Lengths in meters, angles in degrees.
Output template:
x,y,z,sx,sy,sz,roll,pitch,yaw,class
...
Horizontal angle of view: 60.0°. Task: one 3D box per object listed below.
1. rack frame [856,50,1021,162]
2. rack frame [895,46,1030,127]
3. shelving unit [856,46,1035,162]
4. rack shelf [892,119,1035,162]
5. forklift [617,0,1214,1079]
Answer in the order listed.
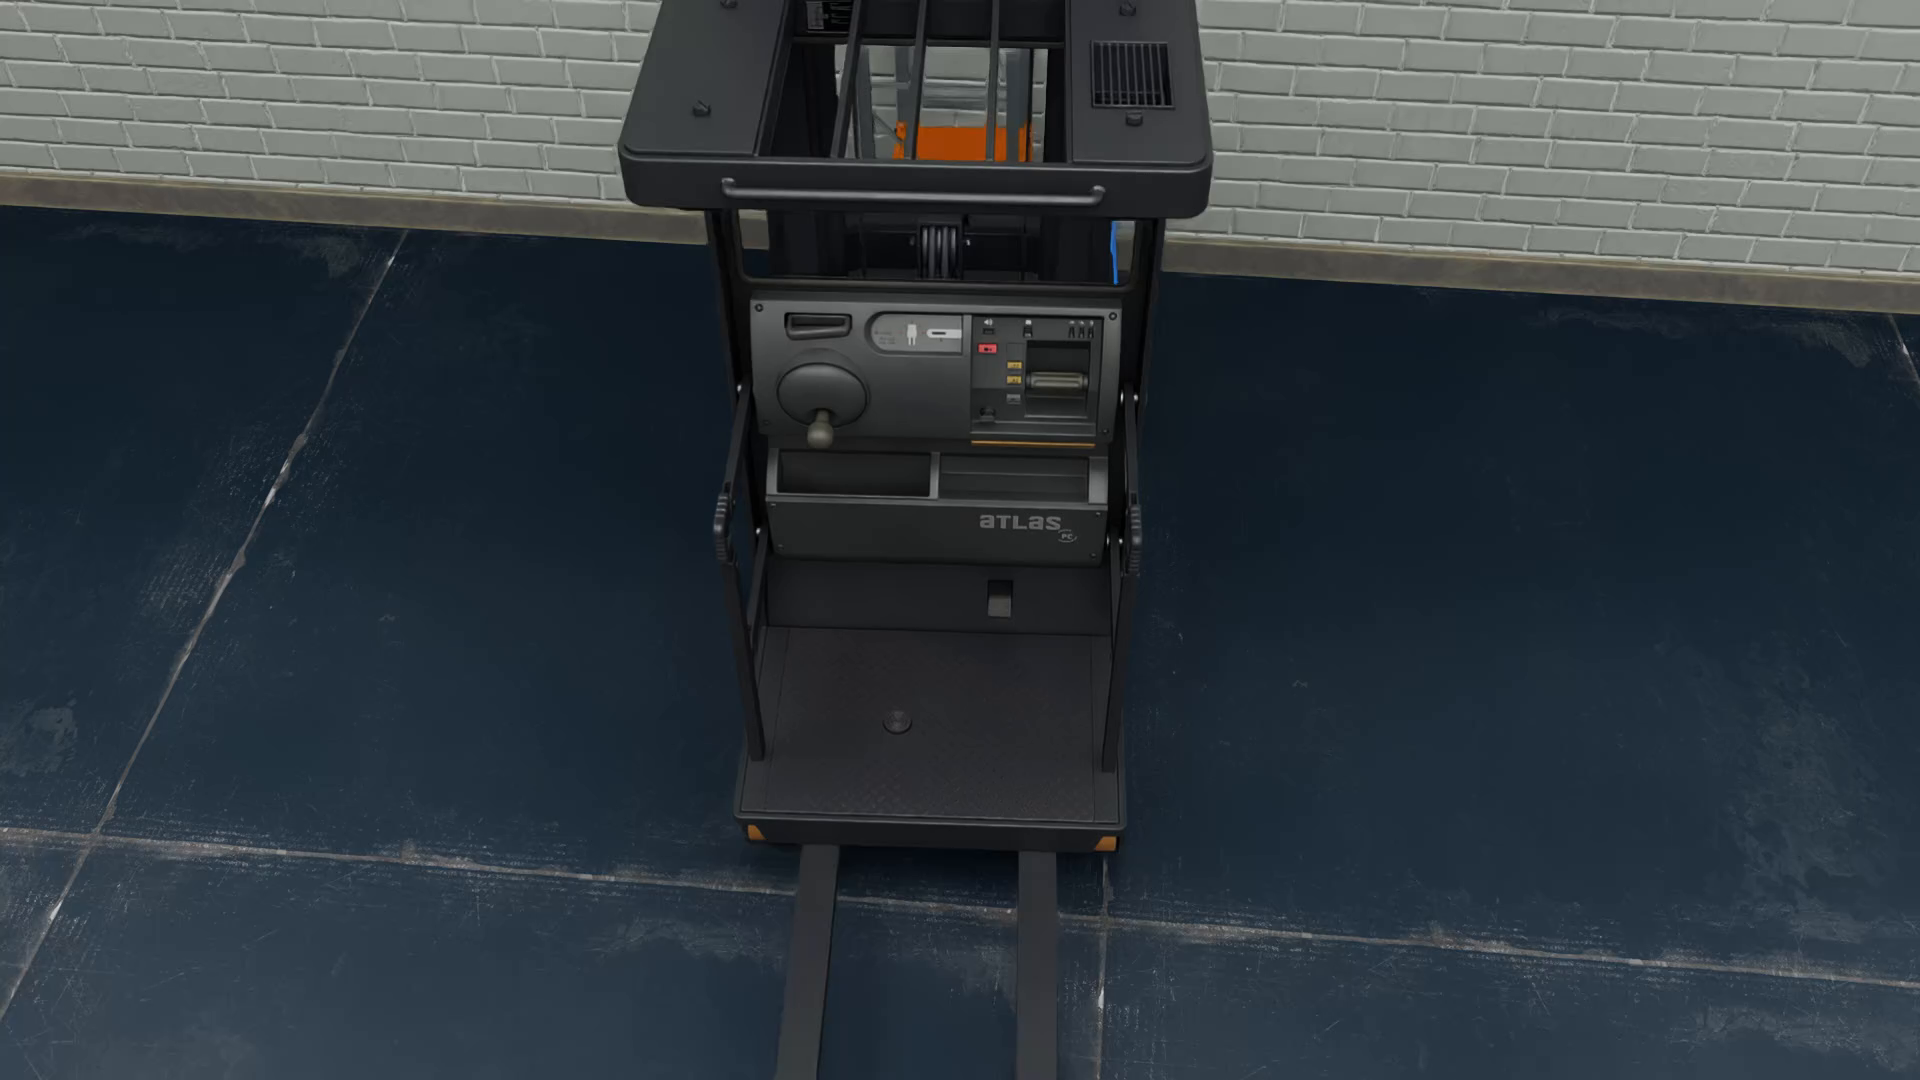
x,y,z,sx,sy,sz,roll,pitch,yaw,class
-0.053,-0.935,5.535,0.500,1.500,0.032,2,46,3,rack frame
0.015,-1.659,6.245,0.500,1.500,0.032,2,46,3,rack frame
-0.018,-1.304,5.896,0.587,1.500,1.083,2,46,3,shelving unit
-0.016,-1.171,6.018,0.538,0.185,1.000,2,46,3,rack shelf
-0.068,-0.323,4.059,1.130,2.935,3.031,2,48,1,forklift
